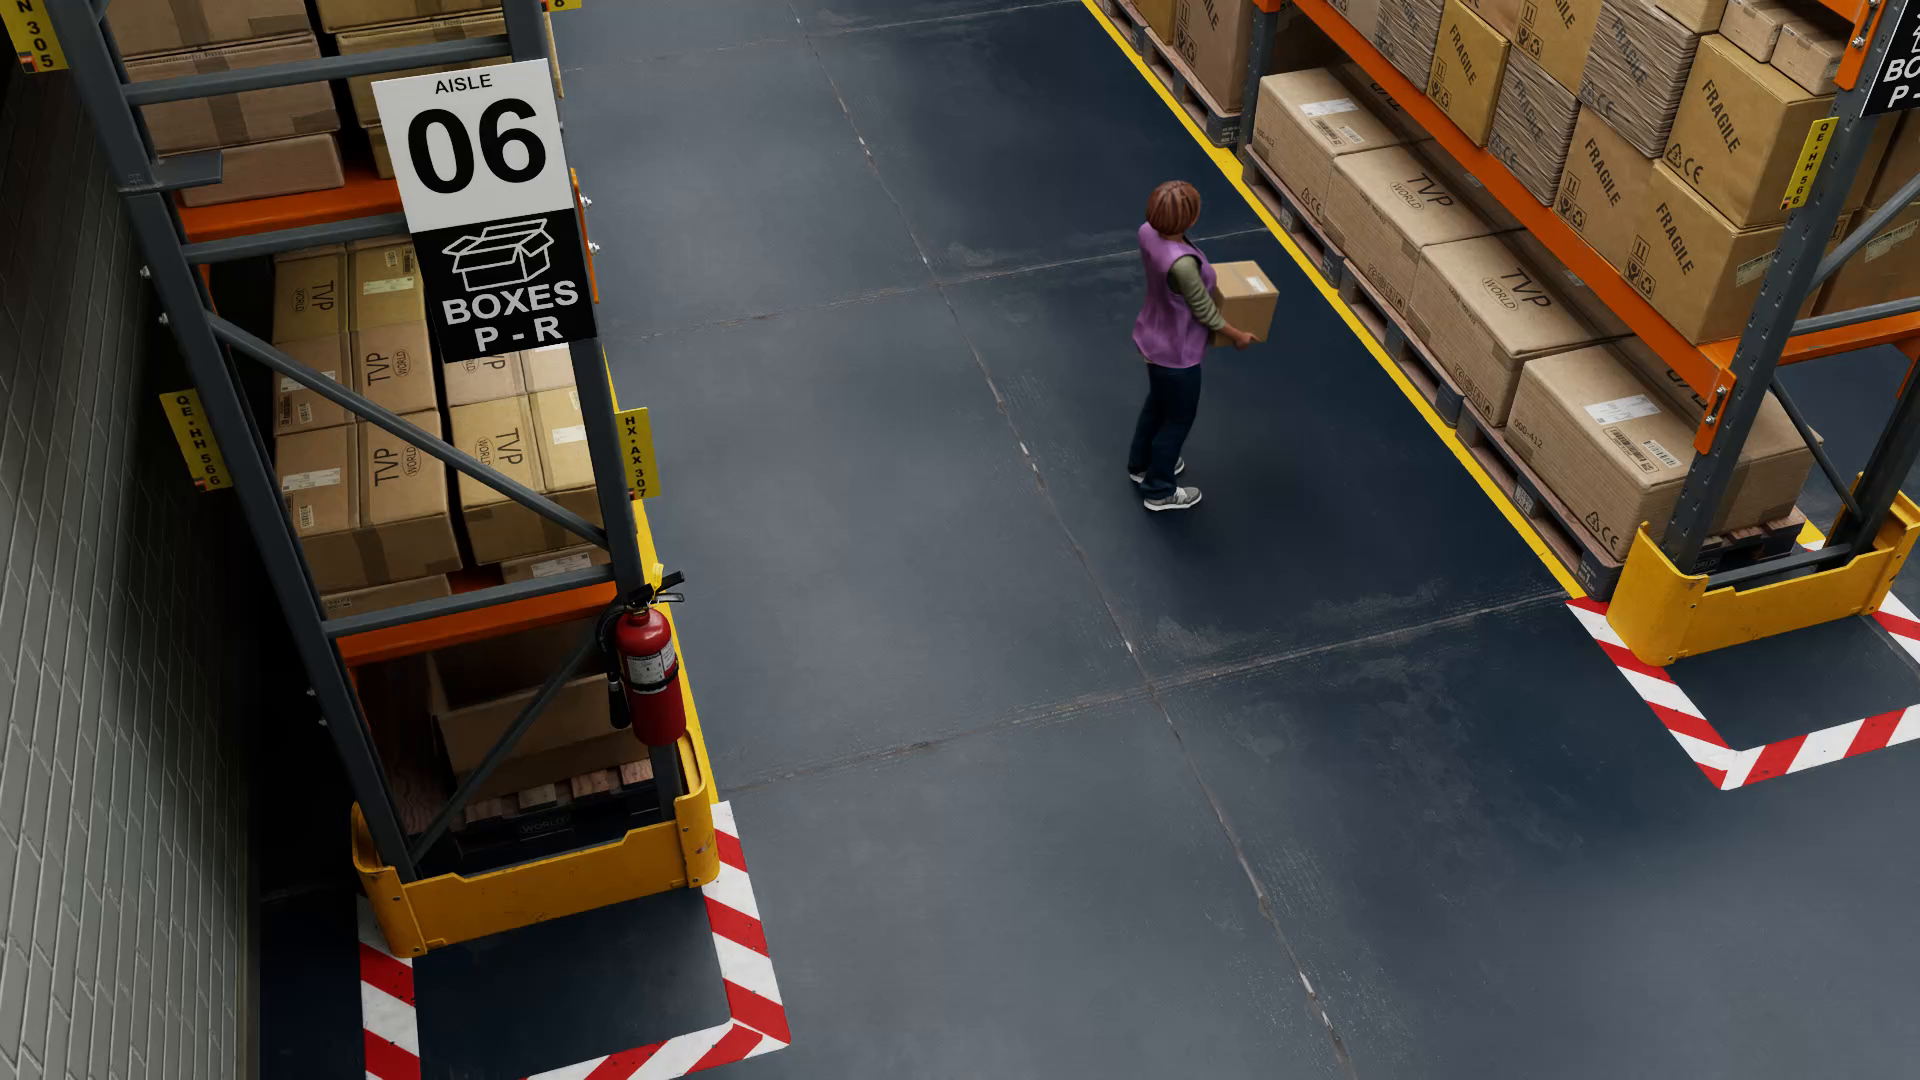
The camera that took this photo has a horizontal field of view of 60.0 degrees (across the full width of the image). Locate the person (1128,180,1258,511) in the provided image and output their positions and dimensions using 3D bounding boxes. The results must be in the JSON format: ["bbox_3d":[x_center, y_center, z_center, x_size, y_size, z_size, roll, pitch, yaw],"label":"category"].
[{"bbox_3d":[0.977,-0.835,7.071,0.488,1.590,0.411,-12,44,-13],"label":"person"}]
